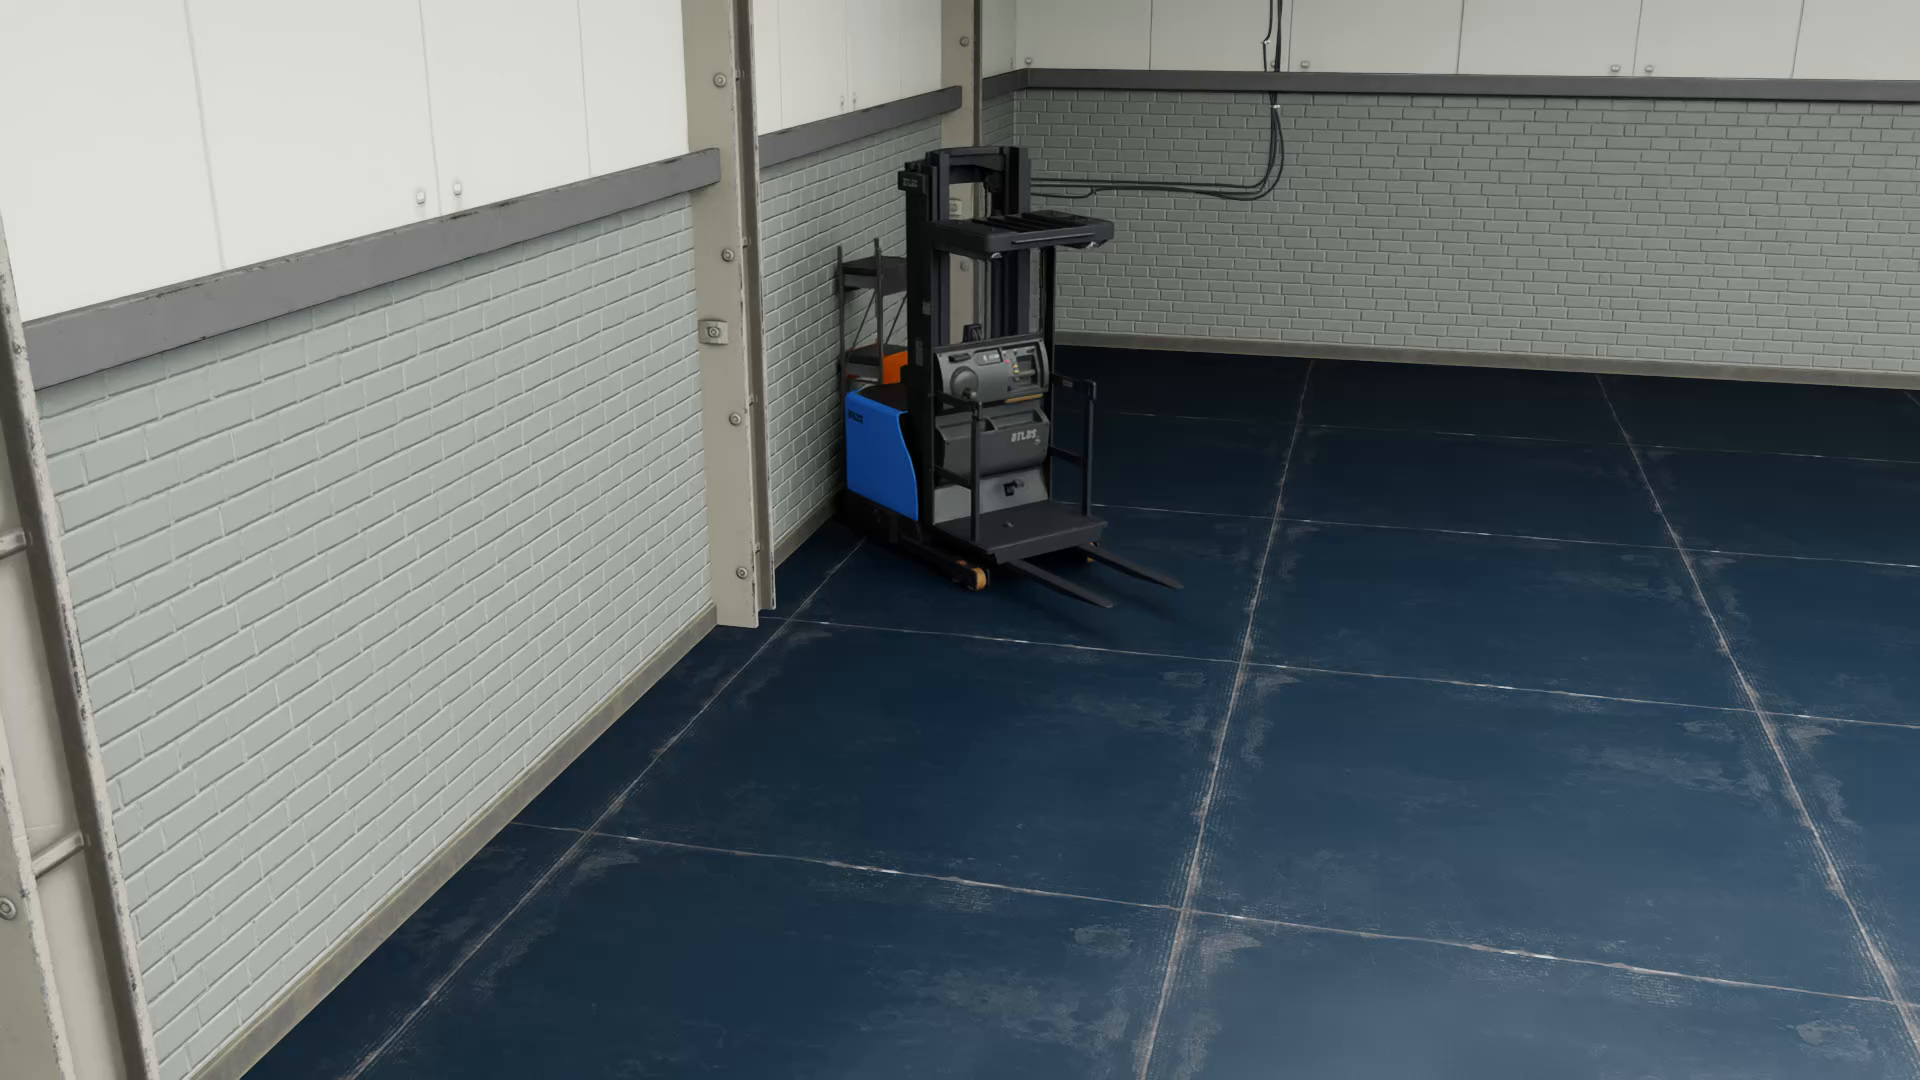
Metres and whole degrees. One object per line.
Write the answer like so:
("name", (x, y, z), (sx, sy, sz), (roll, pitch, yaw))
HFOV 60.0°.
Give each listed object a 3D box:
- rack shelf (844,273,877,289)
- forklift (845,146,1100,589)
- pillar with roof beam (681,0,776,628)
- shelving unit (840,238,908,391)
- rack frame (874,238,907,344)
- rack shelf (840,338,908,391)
("rack shelf", (-0.641, -2.054, 13.005), (0.332, 0.100, 0.442), (11, 21, 31))
("forklift", (0.360, -1.205, 11.681), (1.130, 2.935, 3.031), (-13, 23, -33))
("pillar with roof beam", (2.724, -3.411, 8.752), (9.100, 9.000, 0.400), (5, 19, 13))
("shelving unit", (-0.632, -1.308, 13.253), (0.431, 2.100, 0.492), (11, 21, 31))
("rack frame", (-0.503, -1.371, 13.443), (0.400, 2.100, 0.015), (11, 21, 31))
("rack shelf", (-0.635, -1.293, 13.253), (0.431, 0.518, 0.480), (11, 21, 31))
